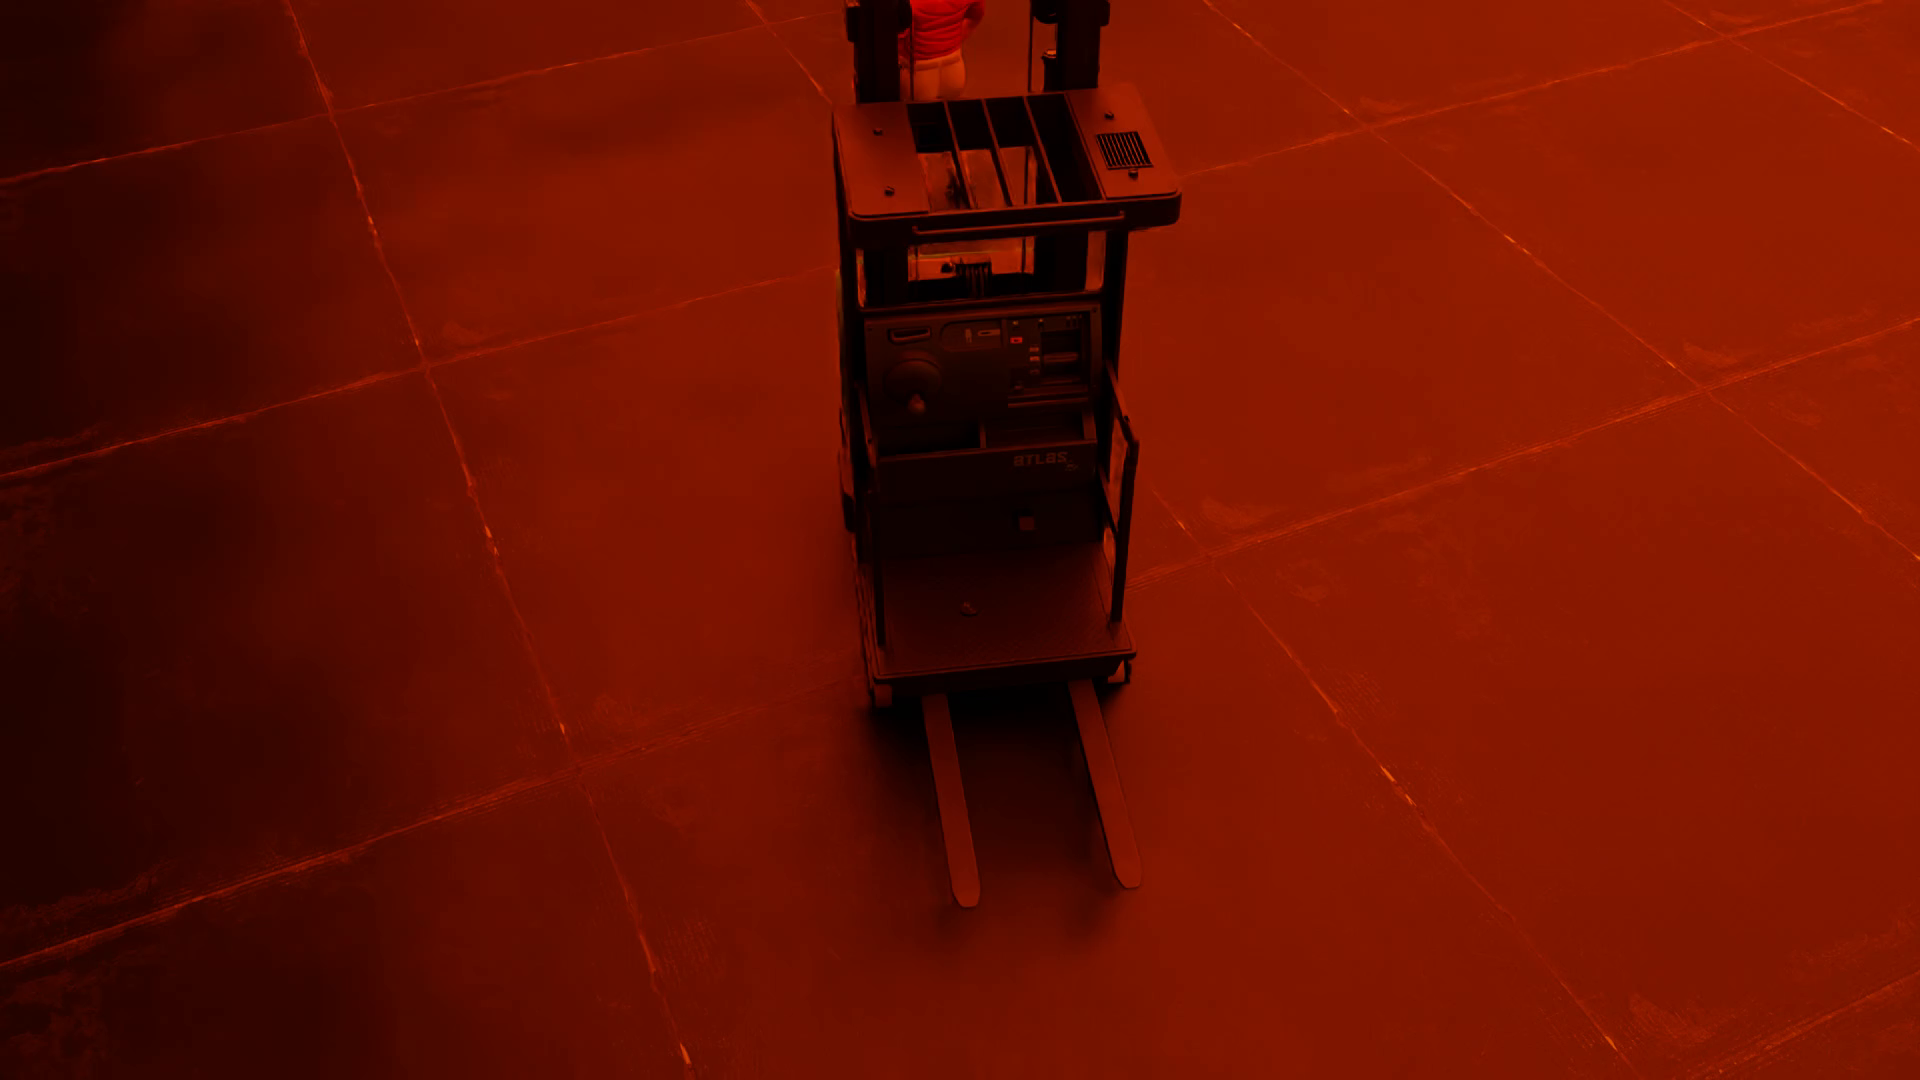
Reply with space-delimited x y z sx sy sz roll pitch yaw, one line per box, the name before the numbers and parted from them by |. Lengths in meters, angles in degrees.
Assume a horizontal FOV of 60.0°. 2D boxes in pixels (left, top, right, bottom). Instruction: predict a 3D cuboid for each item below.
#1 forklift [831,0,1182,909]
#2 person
forklift | 0.125 -0.621 6.345 1.130 2.935 3.031 -5 43 -6
person | -0.239 -2.623 9.418 0.801 1.724 0.479 -20 47 -20
